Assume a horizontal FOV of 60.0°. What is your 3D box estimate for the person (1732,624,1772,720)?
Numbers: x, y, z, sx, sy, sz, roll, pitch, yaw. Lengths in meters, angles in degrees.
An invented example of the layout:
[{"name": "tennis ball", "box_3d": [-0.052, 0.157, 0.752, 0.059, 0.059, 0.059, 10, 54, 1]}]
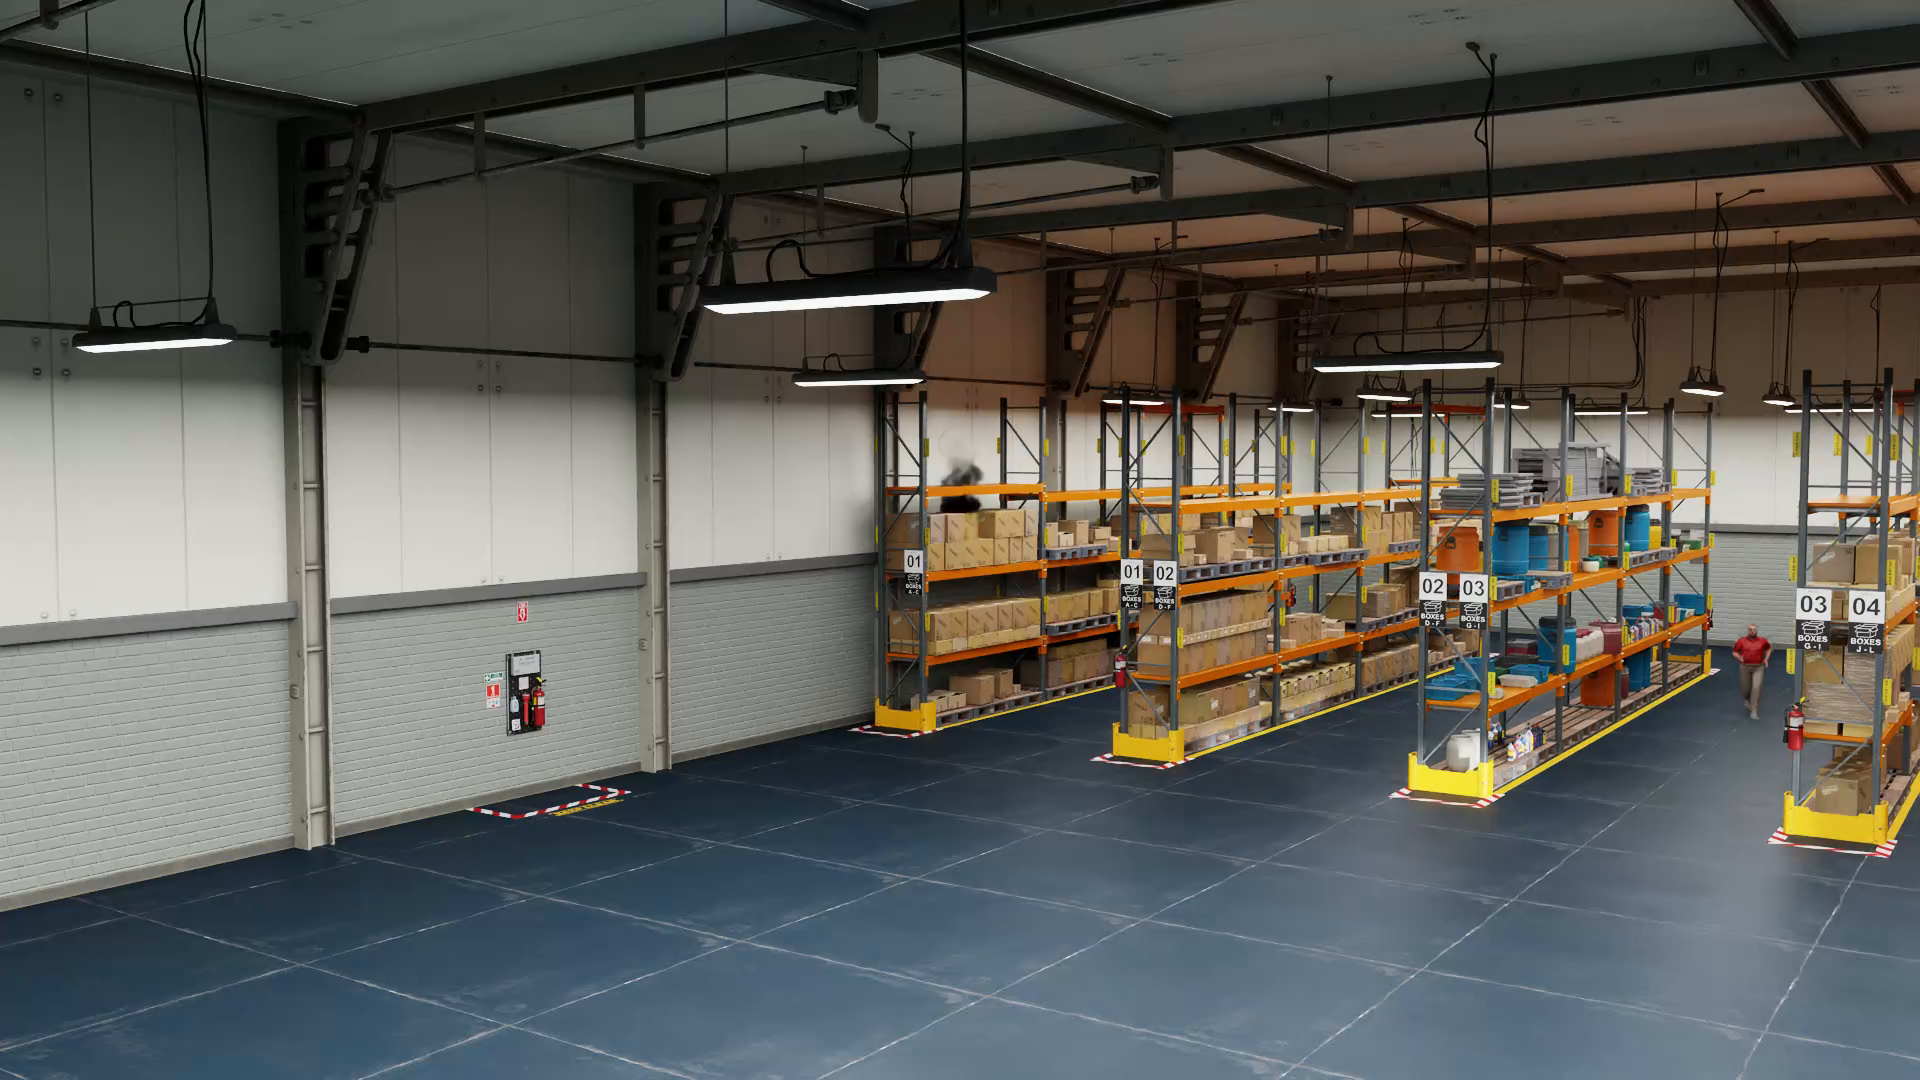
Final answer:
[{"name": "person", "box_3d": [14.751, 2.432, 30.982, 0.664, 1.737, 0.944, 1, 3, 24]}]
